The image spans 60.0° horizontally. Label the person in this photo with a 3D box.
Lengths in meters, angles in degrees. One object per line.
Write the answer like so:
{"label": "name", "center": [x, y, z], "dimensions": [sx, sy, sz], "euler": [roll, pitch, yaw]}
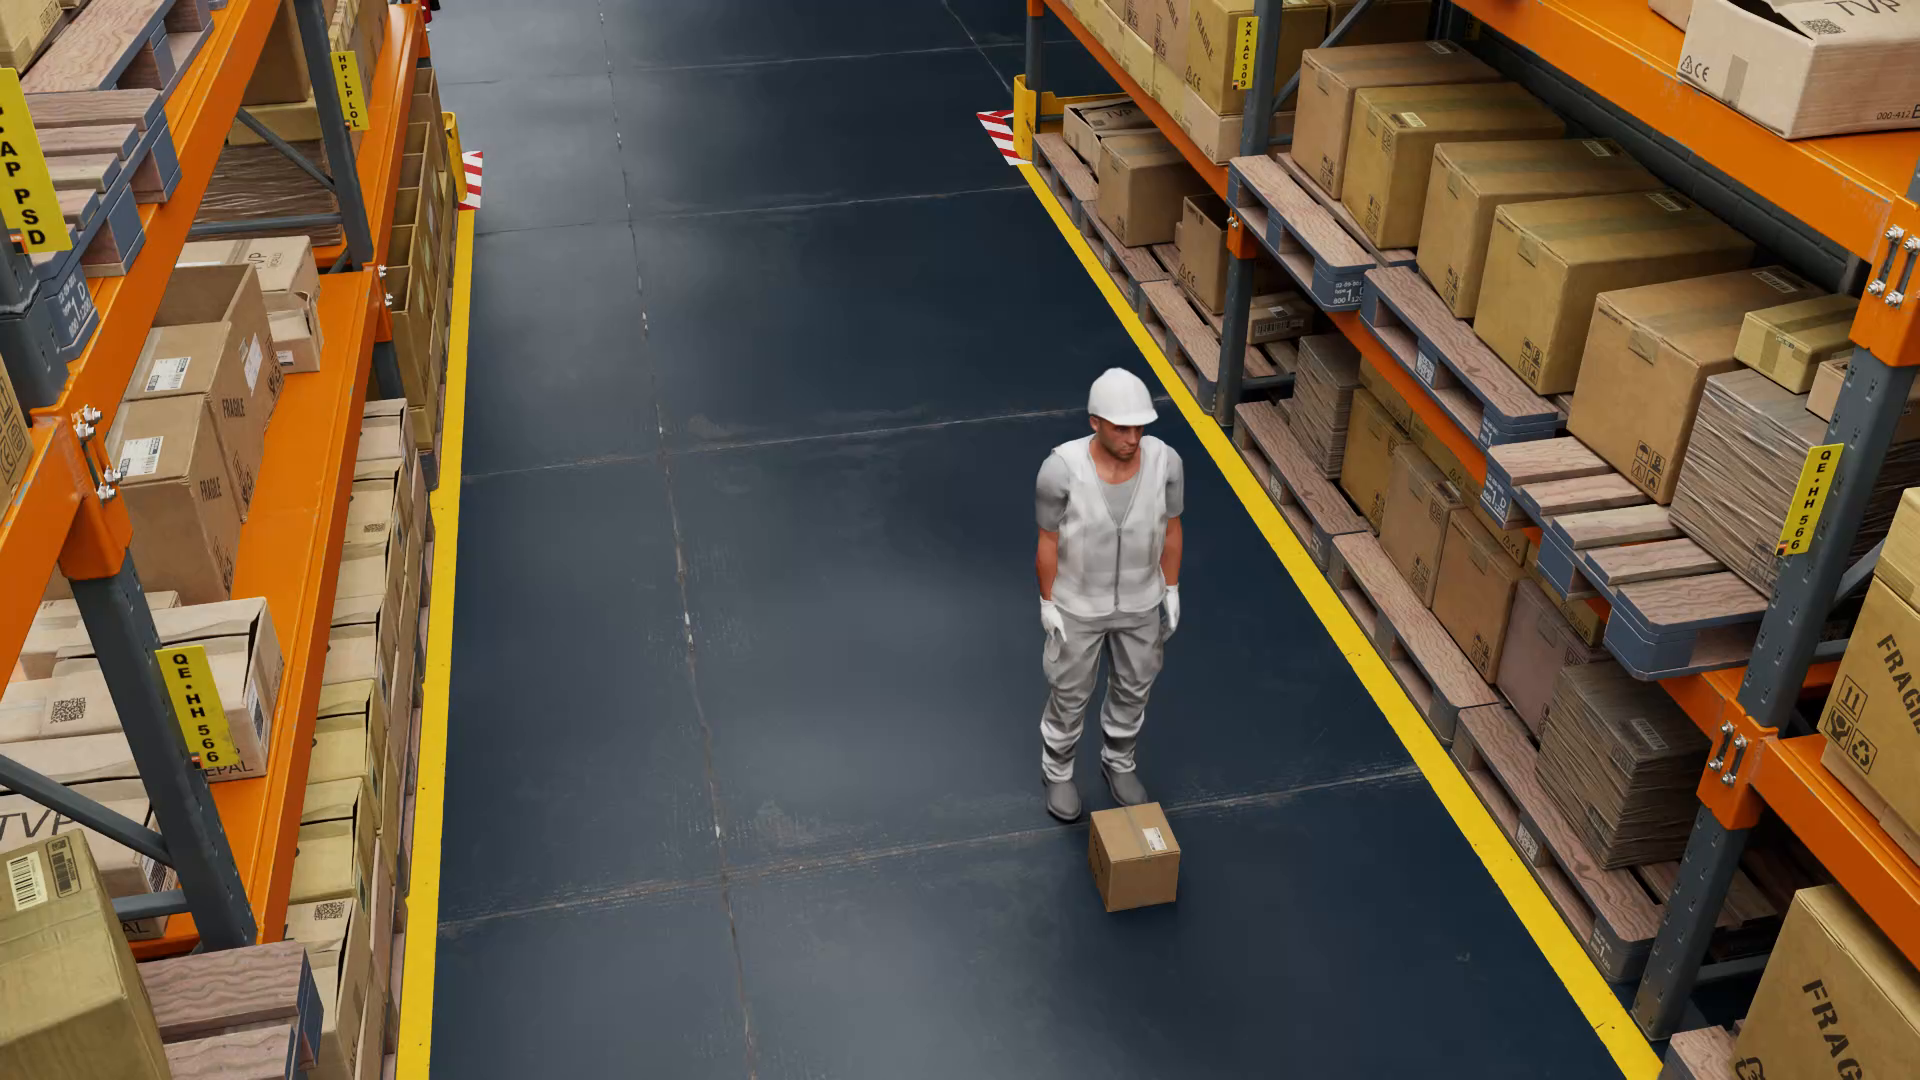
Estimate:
{"label": "person", "center": [0.518, 0.209, 5.814], "dimensions": [0.525, 1.784, 0.339], "euler": [-6, 35, -9]}
